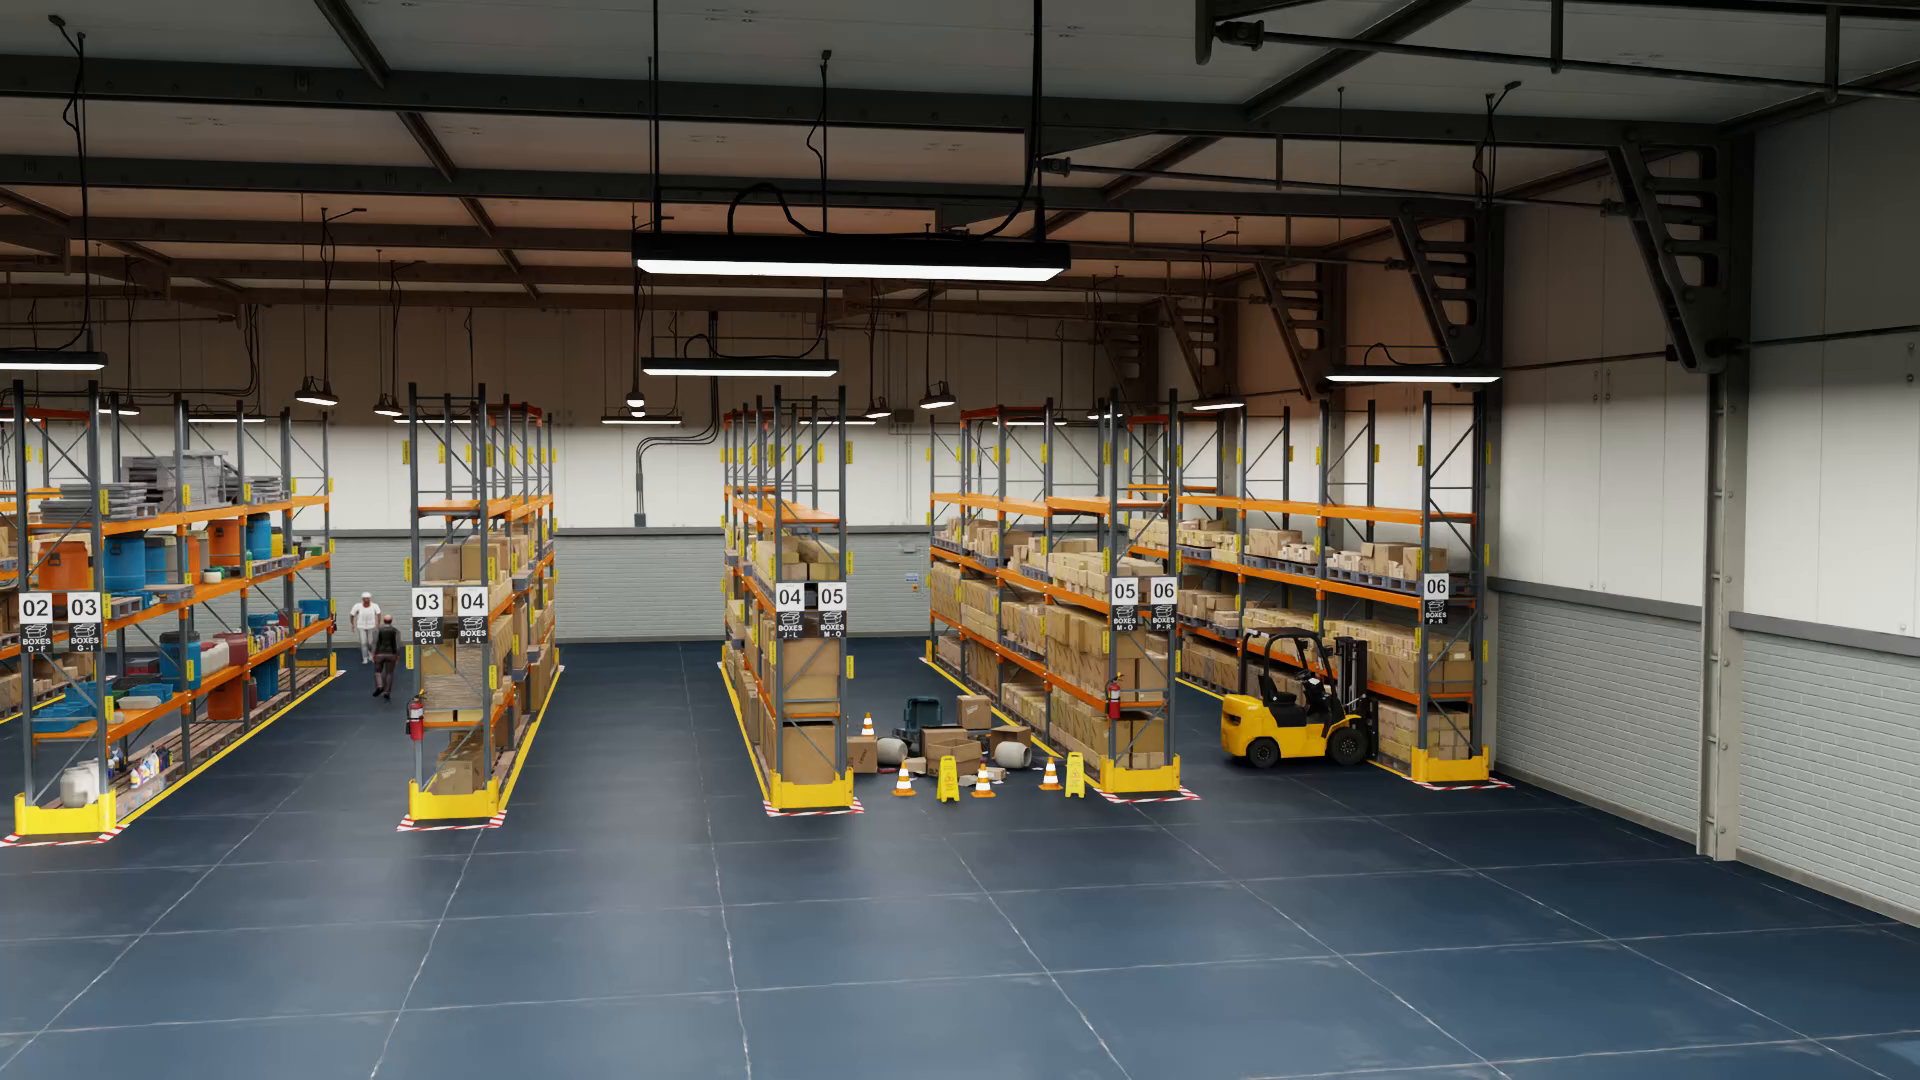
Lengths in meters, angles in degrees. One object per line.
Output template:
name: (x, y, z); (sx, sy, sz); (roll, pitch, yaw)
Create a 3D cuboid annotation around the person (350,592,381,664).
person: (-14.367, 2.111, 40.184); (0.705, 1.718, 0.631); (-1, 3, -17)

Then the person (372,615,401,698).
person: (-11.822, 2.401, 34.272); (0.570, 1.712, 0.464); (-1, 3, -17)
